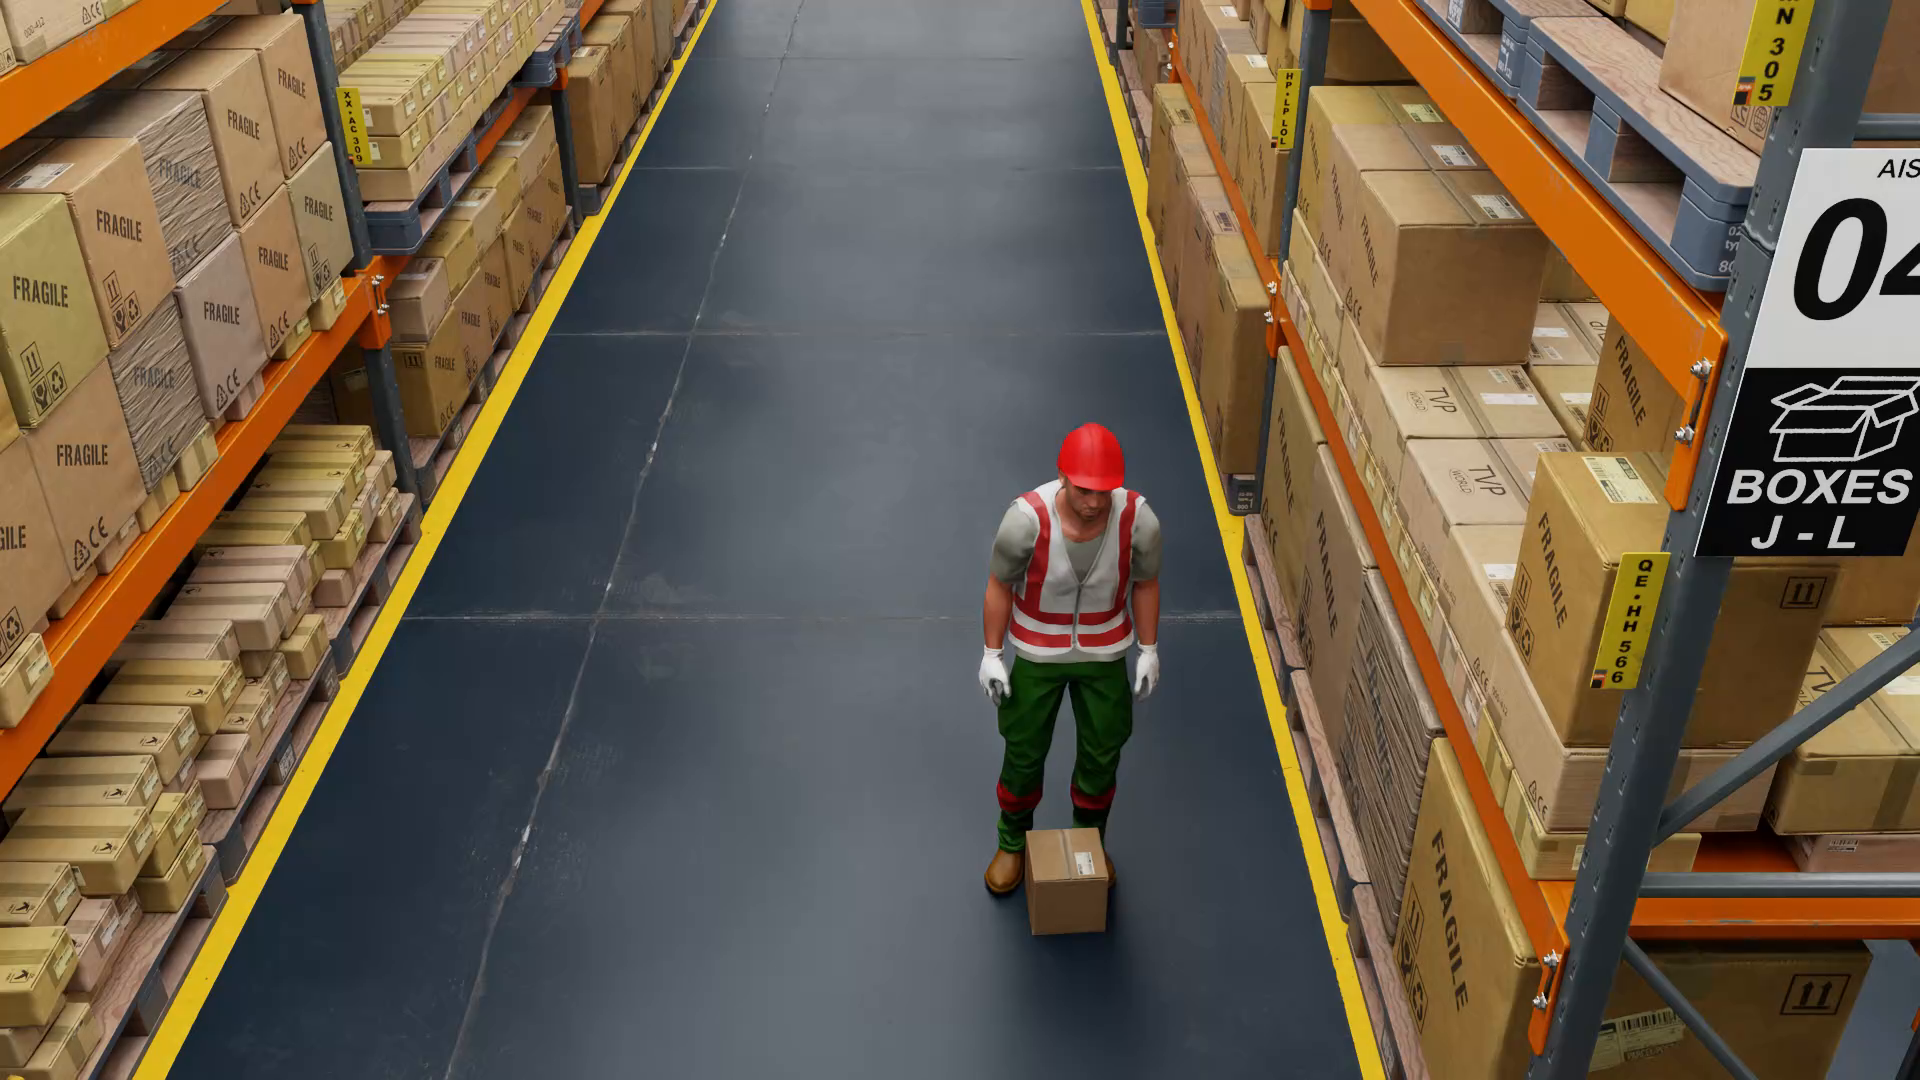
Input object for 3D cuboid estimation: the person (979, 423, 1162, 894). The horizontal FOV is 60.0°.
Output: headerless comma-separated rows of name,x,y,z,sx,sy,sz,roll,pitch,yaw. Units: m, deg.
person,3.619,-2.469,10.190,7.718,1.777,11.115,-2,31,-3
